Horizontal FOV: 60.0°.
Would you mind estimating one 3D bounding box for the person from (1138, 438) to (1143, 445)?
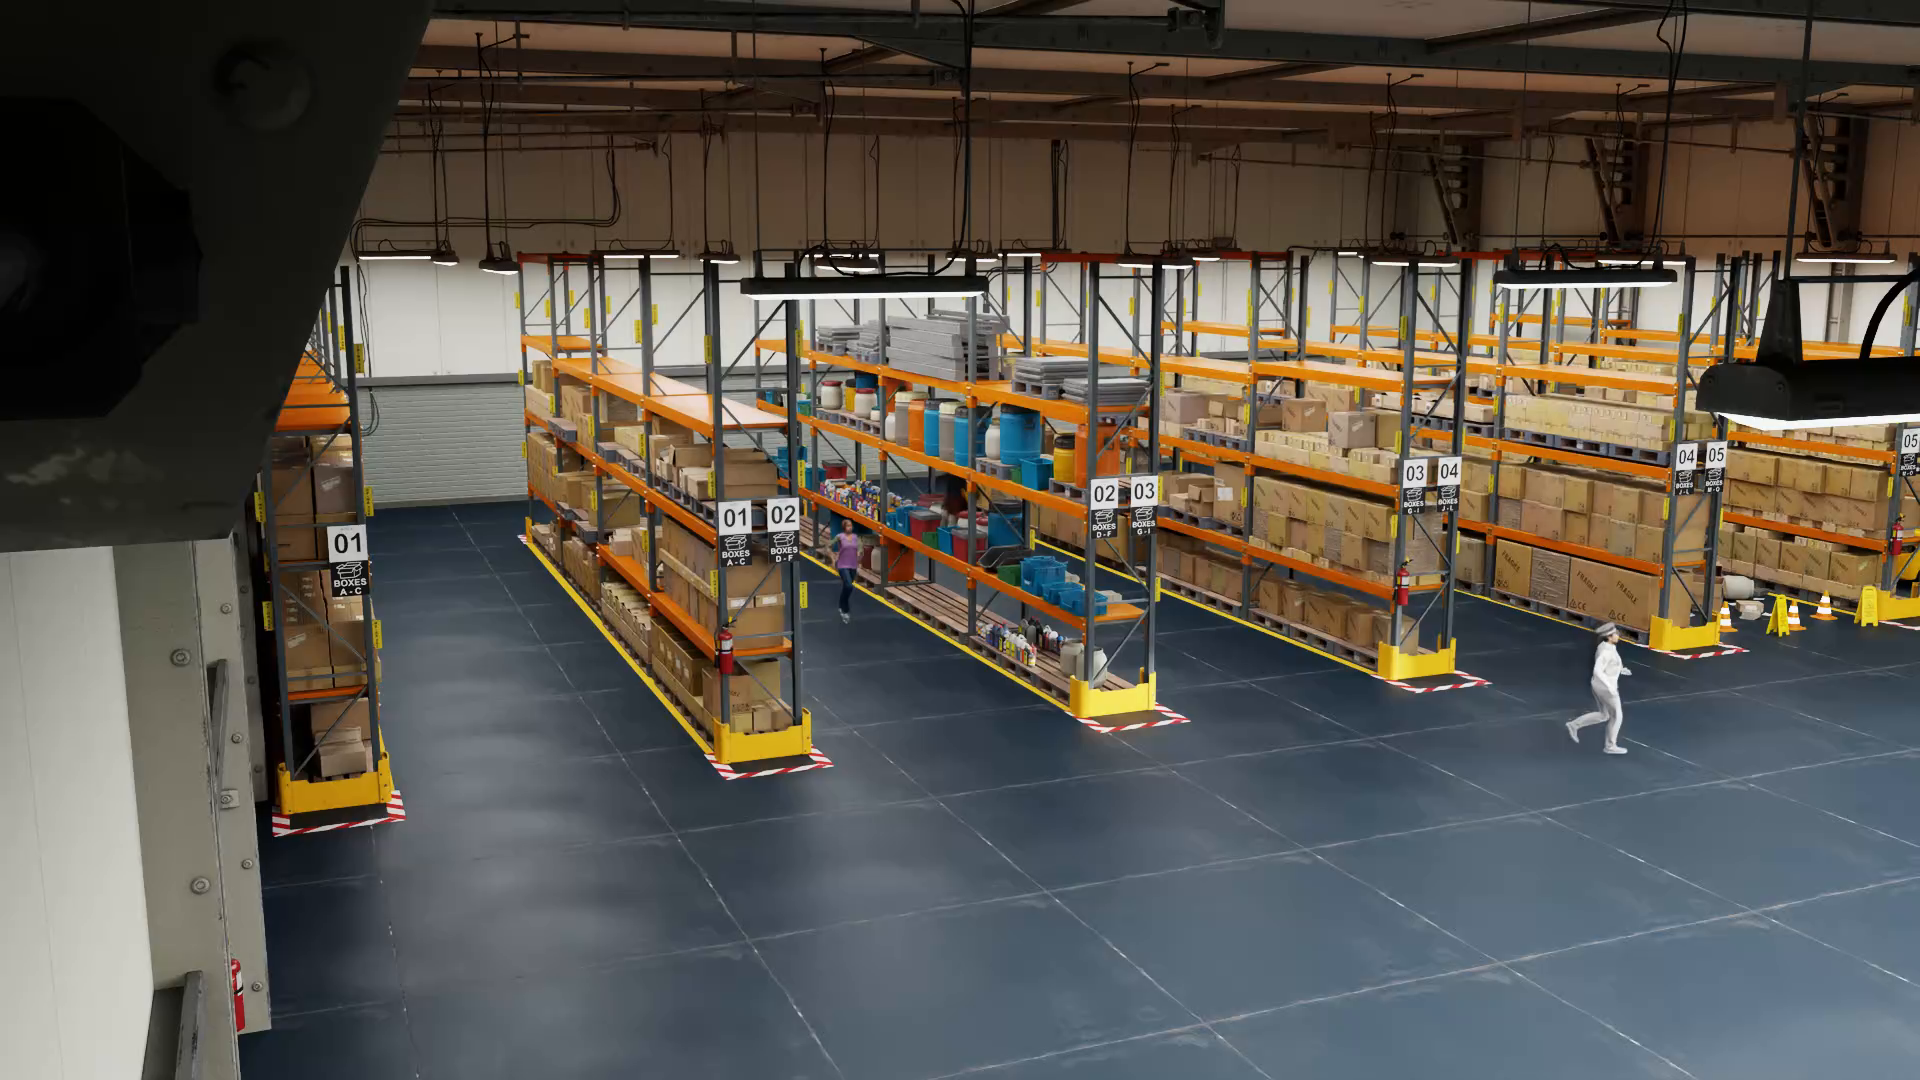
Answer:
[{"bbox_3d":[4.070,-1.507,38.534,0.727,1.716,0.540,-4,11,-19],"label":"person"}]

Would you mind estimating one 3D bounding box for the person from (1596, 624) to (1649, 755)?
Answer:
[{"bbox_3d":[8.146,1.833,20.420,0.539,1.651,0.592,2,11,11],"label":"person"}]

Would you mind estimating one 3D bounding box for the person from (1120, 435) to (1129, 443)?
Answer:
[{"bbox_3d":[4.013,-1.887,40.605,0.661,1.775,0.799,4,11,21],"label":"person"}]

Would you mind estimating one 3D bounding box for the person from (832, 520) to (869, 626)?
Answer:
[{"bbox_3d":[-1.689,0.481,26.212,0.524,1.620,0.781,-7,12,-32],"label":"person"}]
